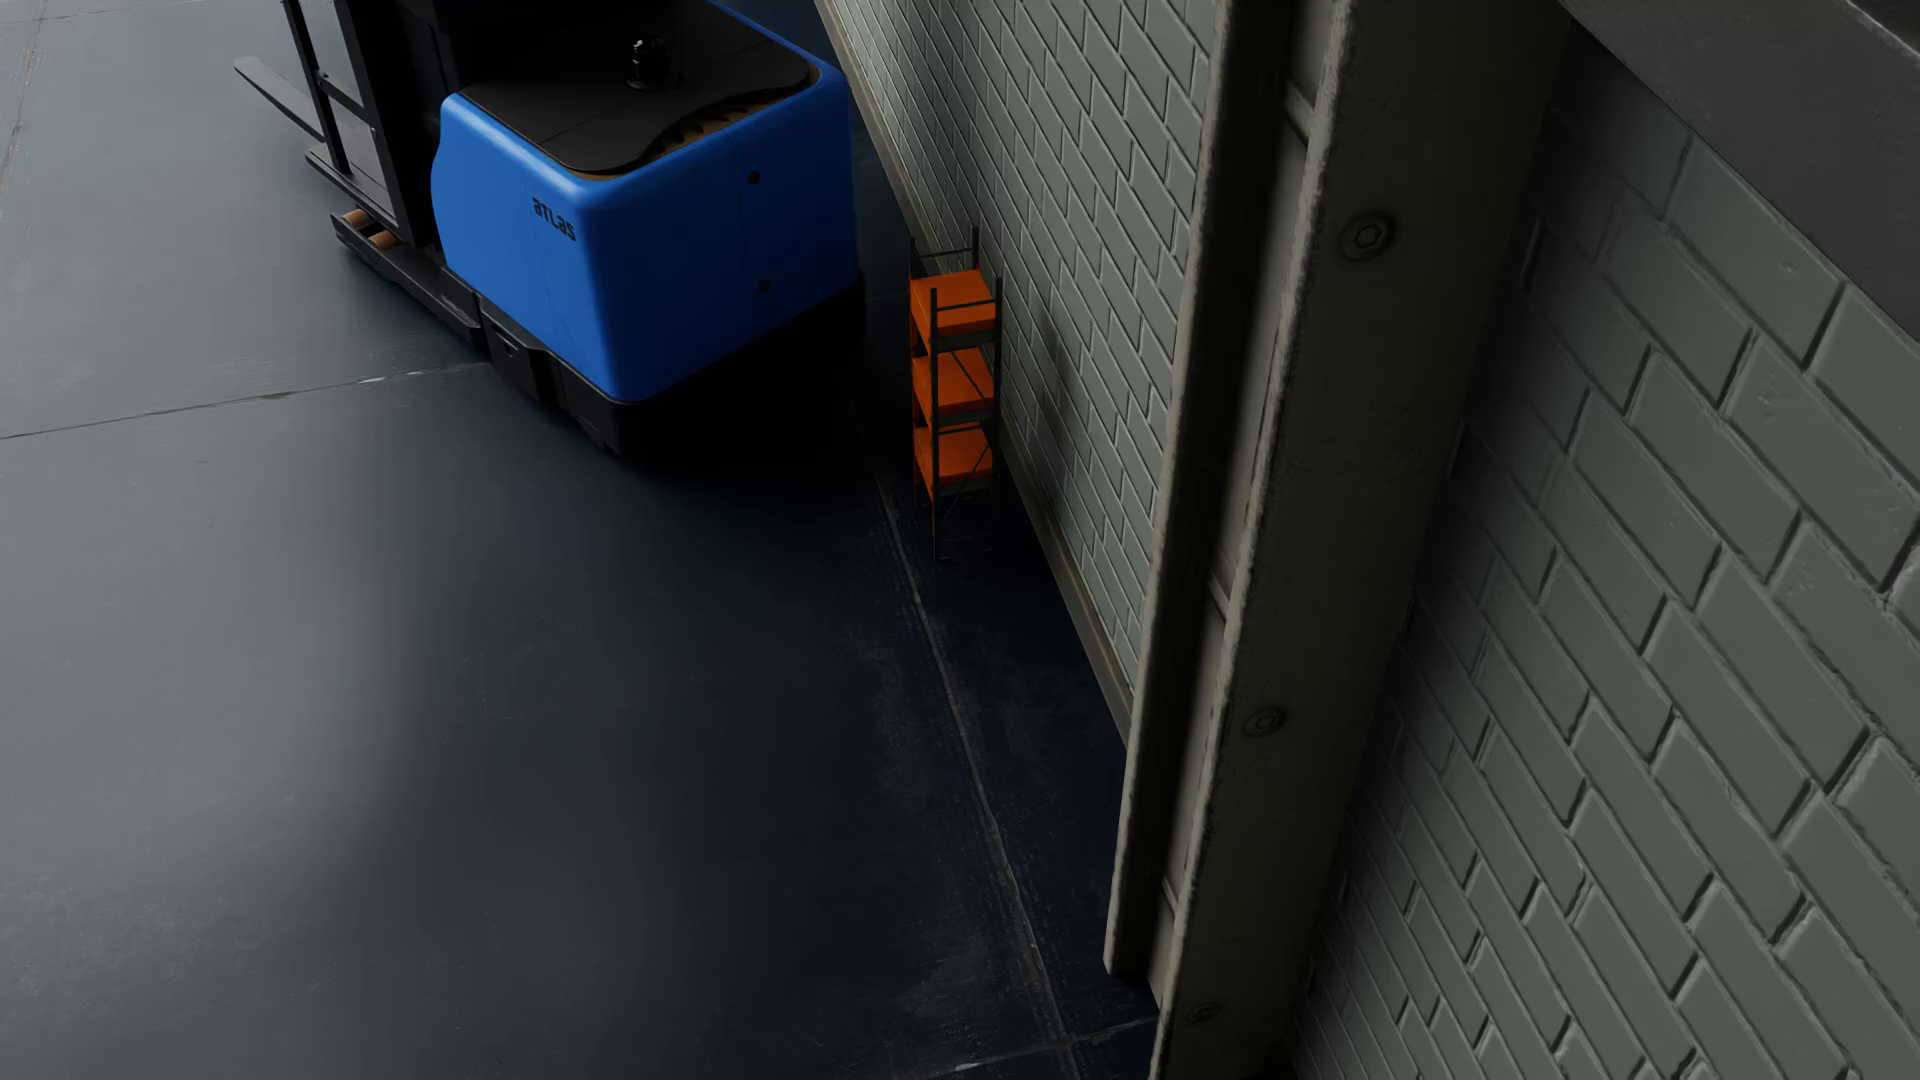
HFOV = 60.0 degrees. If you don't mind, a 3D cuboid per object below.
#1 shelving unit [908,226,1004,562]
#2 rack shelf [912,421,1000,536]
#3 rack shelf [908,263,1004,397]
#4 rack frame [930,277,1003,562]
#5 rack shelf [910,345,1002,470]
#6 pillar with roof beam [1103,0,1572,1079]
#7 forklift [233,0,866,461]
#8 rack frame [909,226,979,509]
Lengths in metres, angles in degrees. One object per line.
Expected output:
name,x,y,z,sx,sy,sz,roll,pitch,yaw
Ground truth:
shelving unit,-0.014,-0.404,4.911,0.215,1.050,0.252,-11,47,-10
rack shelf,-0.014,-0.202,5.117,0.215,0.259,0.240,-11,47,-10
rack shelf,-0.014,-0.596,4.716,0.215,0.259,0.240,-11,47,-10
rack frame,0.017,-0.320,4.829,0.200,1.050,0.008,-11,47,-10
rack shelf,-0.014,-0.397,4.919,0.215,0.259,0.240,-11,47,-10
pillar with roof beam,-3.601,-1.199,0.124,9.100,9.000,0.400,-11,47,-10
forklift,-1.716,-2.238,5.391,1.130,2.935,3.031,-35,55,-29
rack frame,-0.045,-0.489,4.994,0.200,1.050,0.008,-11,47,-10
